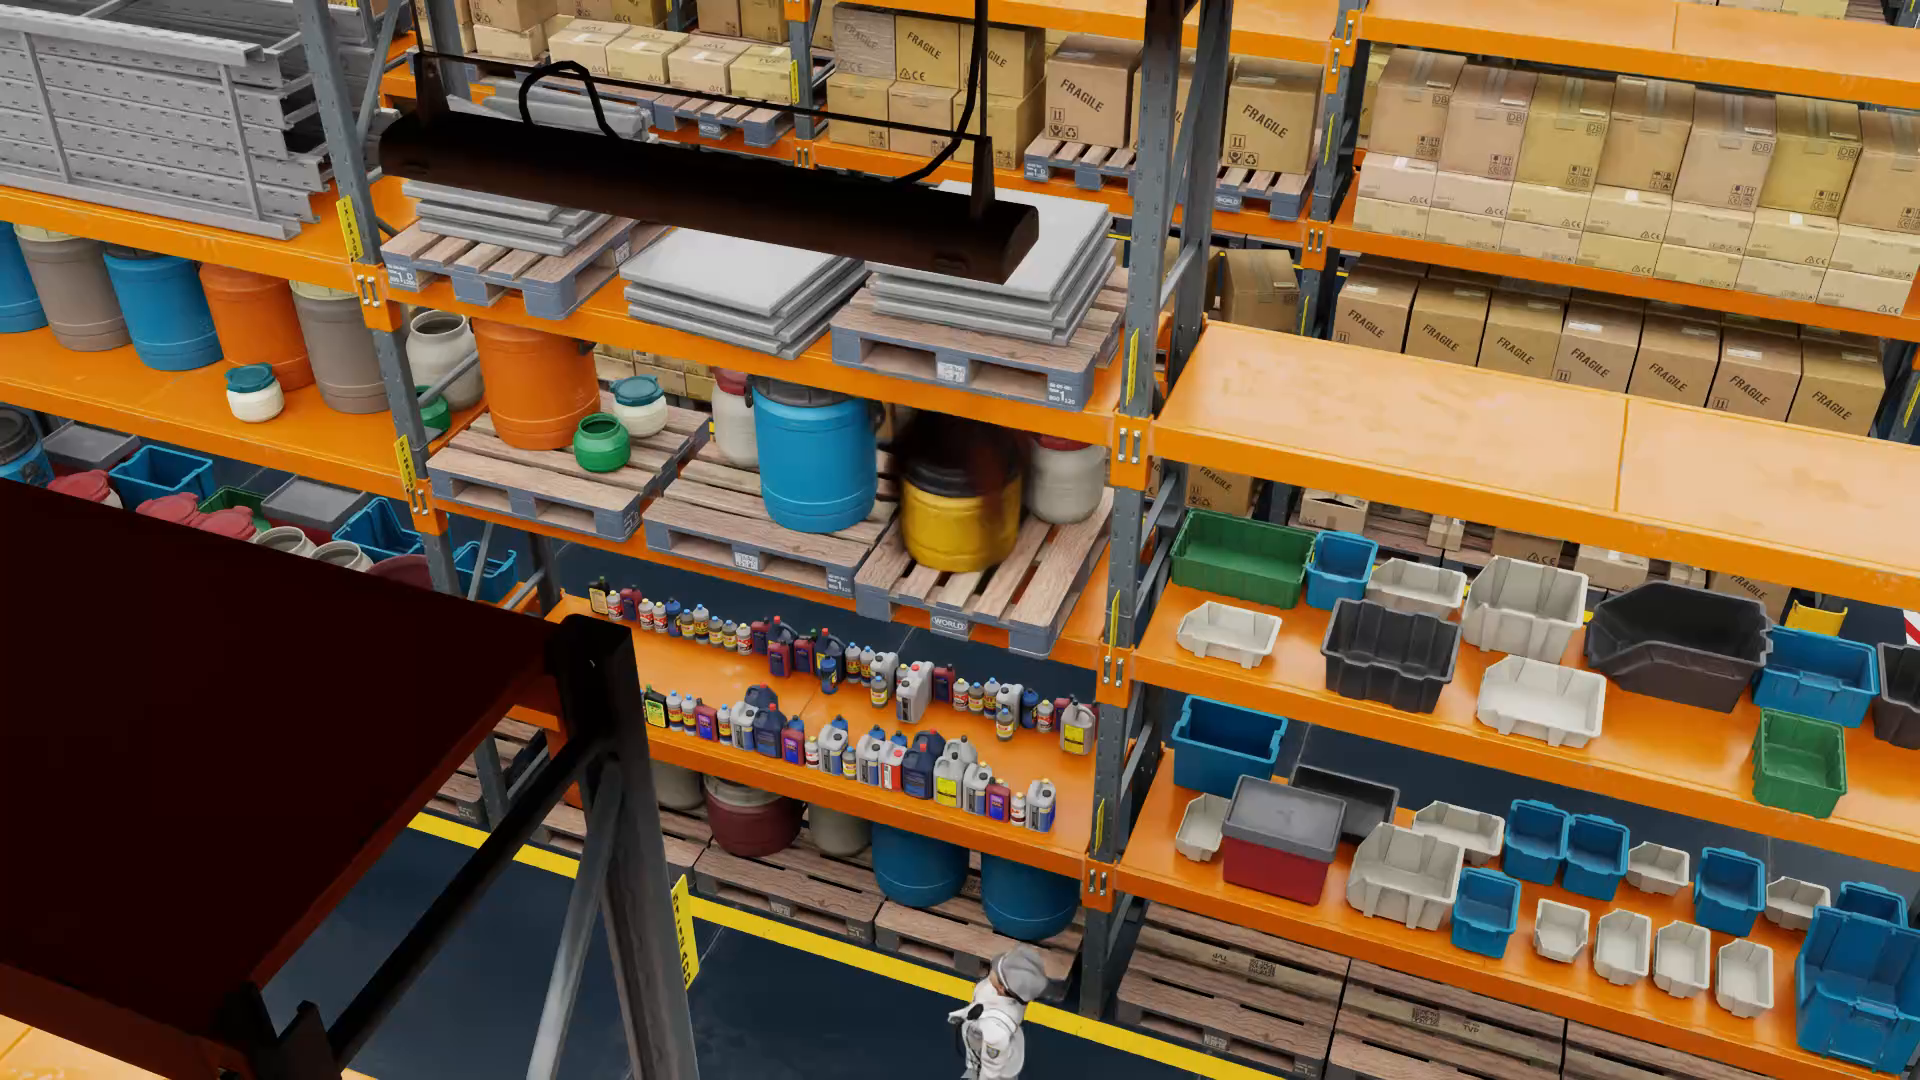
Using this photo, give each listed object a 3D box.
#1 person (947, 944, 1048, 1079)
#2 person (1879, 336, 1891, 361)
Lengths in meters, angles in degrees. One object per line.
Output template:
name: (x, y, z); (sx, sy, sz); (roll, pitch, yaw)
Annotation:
person: (0.170, 2.569, 8.275); (0.873, 1.640, 0.533); (3, 37, 4)
person: (8.091, -1.952, 14.535); (0.567, 1.754, 0.598); (-7, 37, -9)
